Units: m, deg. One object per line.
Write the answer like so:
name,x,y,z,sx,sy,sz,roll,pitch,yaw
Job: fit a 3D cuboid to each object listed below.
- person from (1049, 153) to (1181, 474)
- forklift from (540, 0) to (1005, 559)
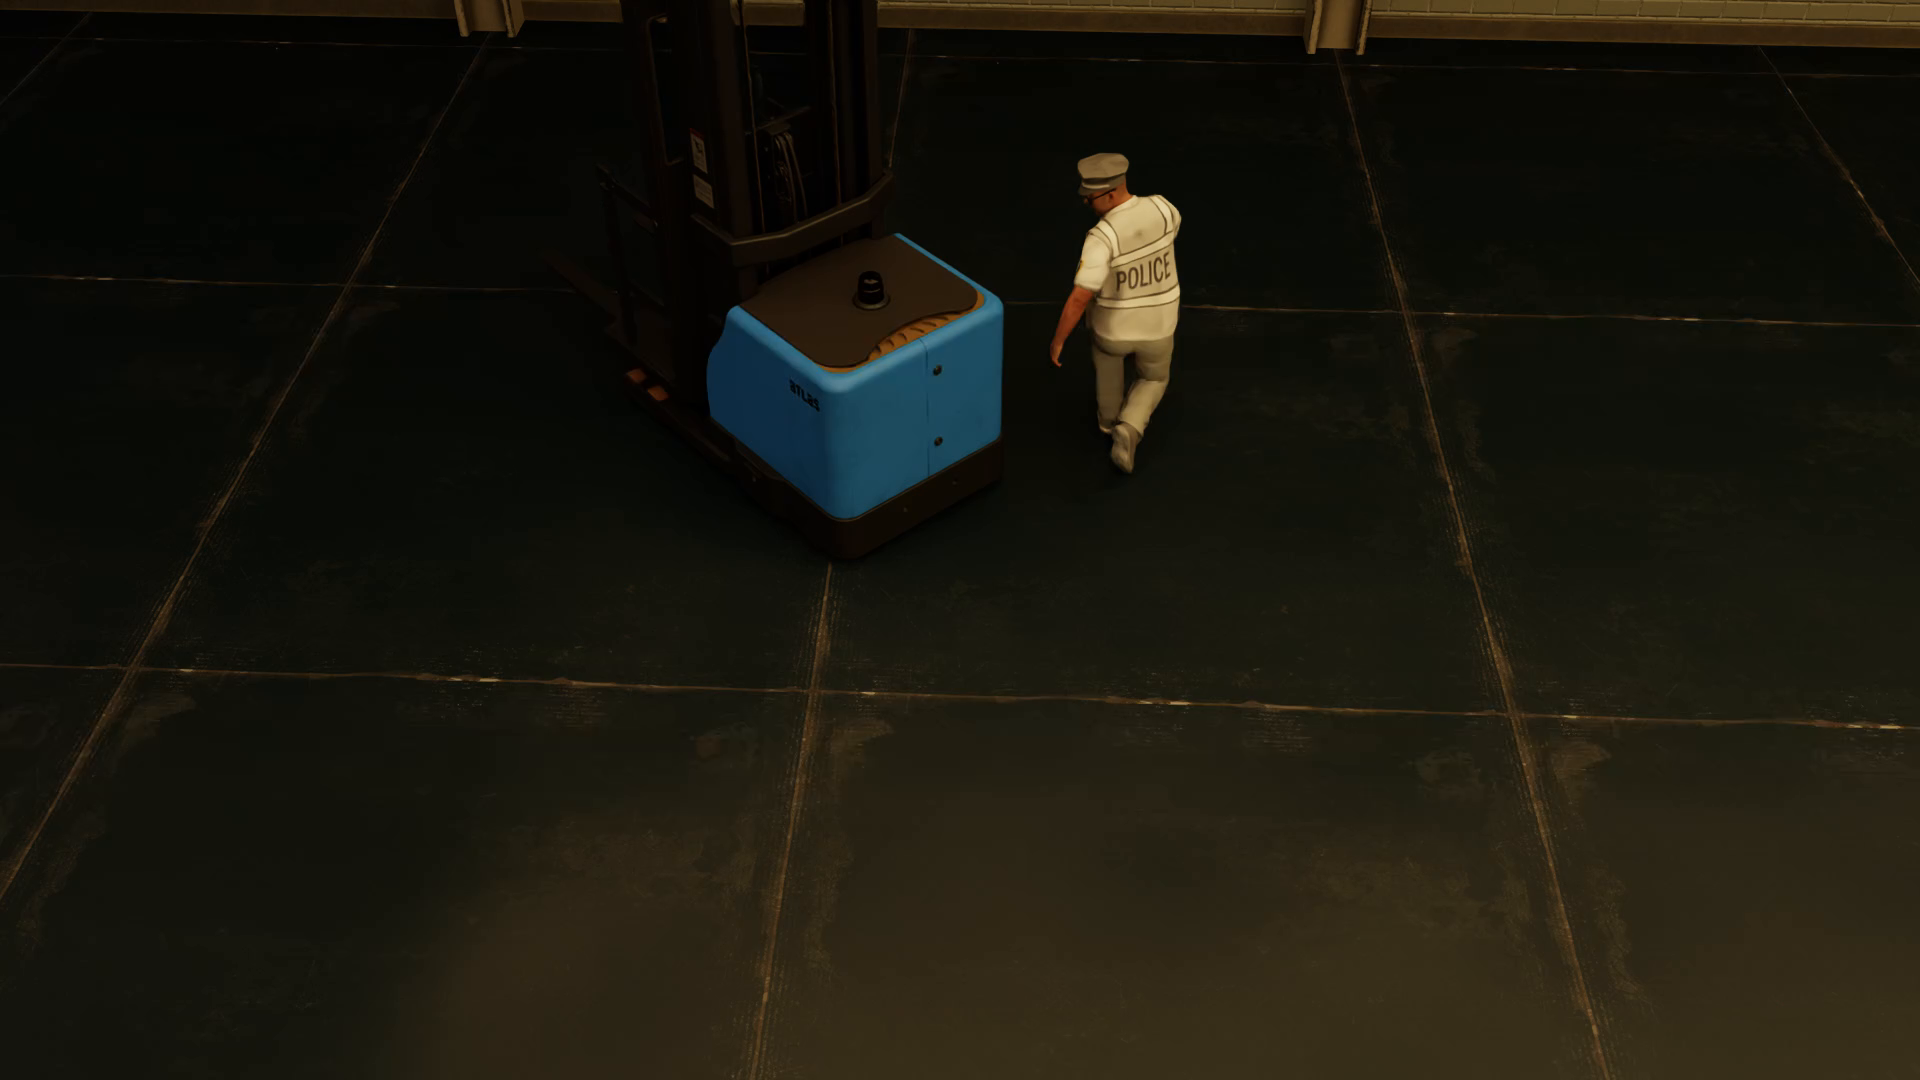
person,0.741,-1.092,8.018,0.654,1.531,0.830,-3,42,-4
forklift,-1.127,-1.913,7.837,1.130,2.935,3.031,-30,50,-29
